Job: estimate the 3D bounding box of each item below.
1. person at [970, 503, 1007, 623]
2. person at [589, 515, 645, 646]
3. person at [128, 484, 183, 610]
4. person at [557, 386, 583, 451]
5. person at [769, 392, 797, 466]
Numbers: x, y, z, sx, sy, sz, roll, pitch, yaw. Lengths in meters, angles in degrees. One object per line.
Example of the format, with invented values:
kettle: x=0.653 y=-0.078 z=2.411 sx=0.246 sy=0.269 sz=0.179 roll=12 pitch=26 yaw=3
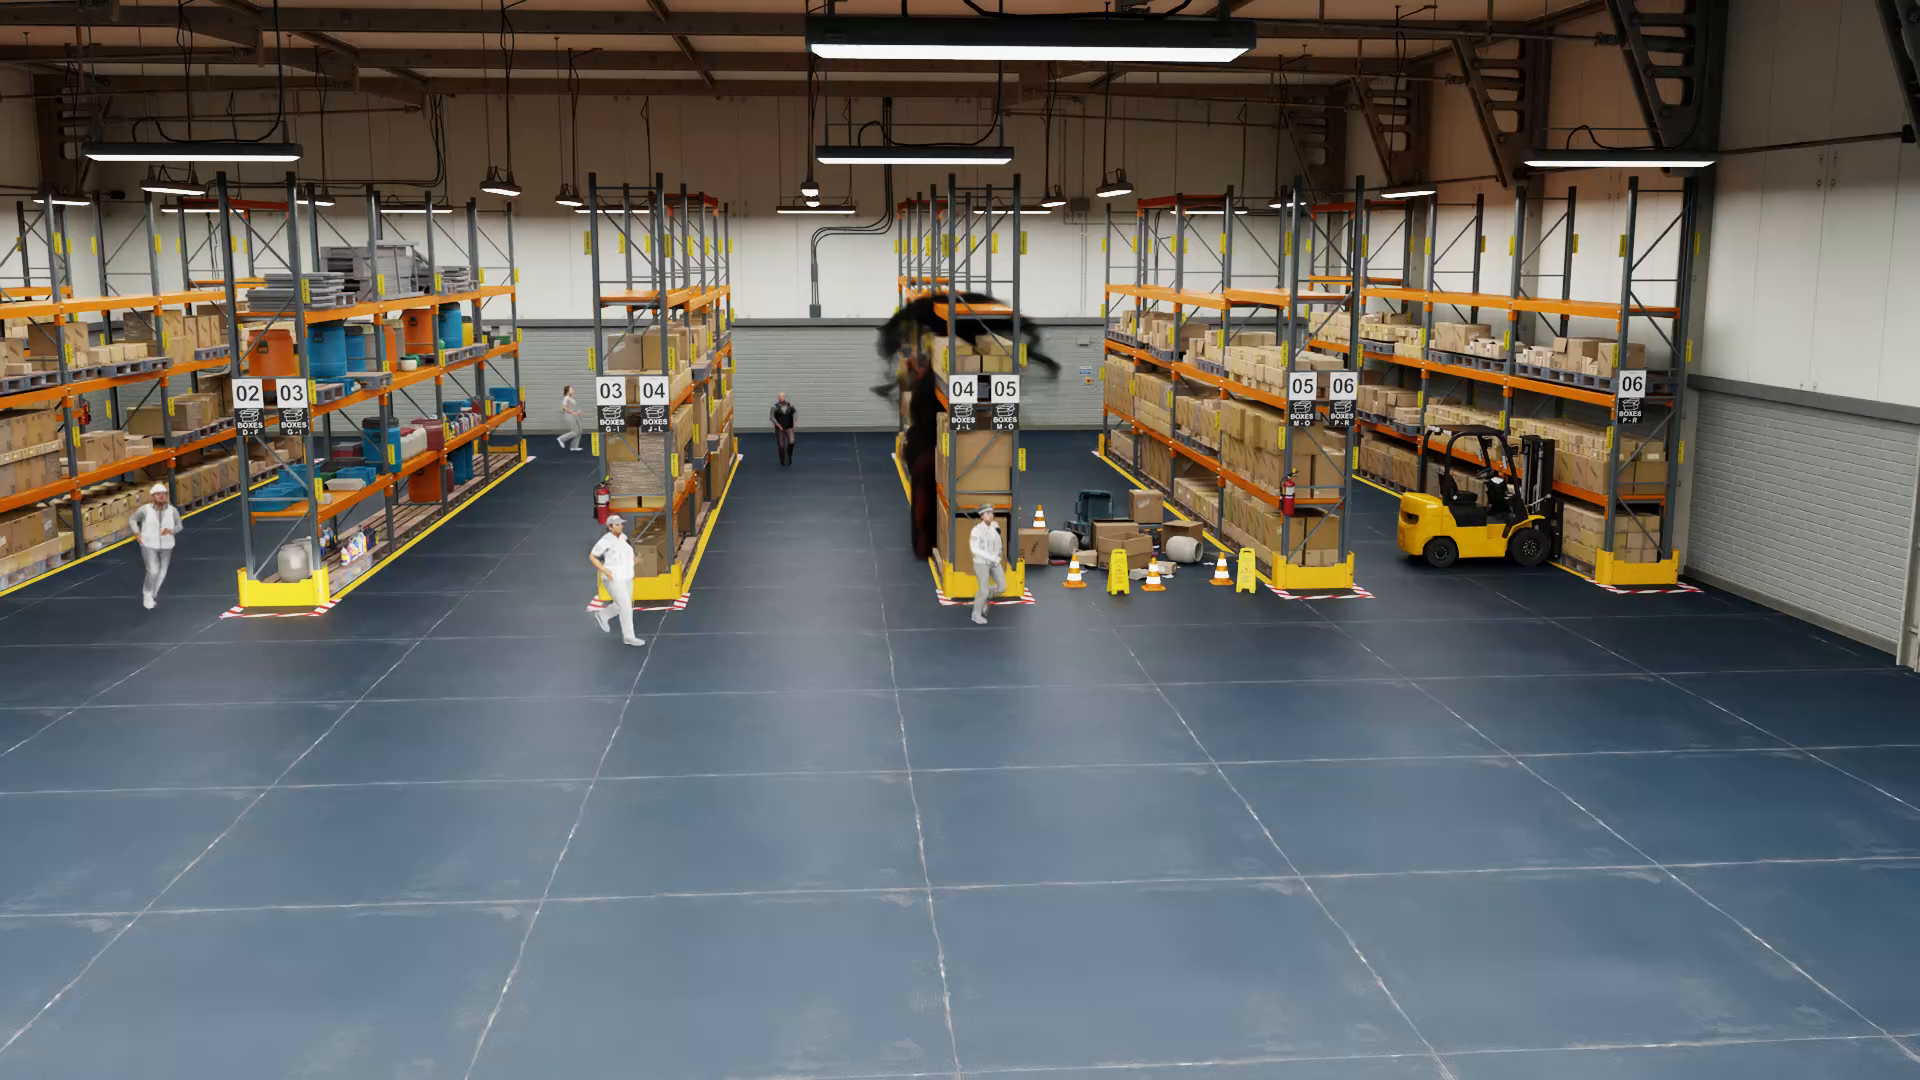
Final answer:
person: x=0.402 y=0.311 z=22.194 sx=0.638 sy=1.652 sz=0.631 roll=-7 pitch=12 yaw=-36
person: x=-4.367 y=0.493 z=21.161 sx=0.851 sy=1.639 sz=0.619 roll=5 pitch=11 yaw=26
person: x=-11.186 y=0.084 z=23.217 sx=0.633 sy=1.749 sz=0.635 roll=-9 pitch=13 yaw=-41
person: x=-9.636 y=-3.006 z=41.041 sx=0.594 sy=1.617 sz=0.563 roll=0 pitch=10 yaw=1
person: x=-4.032 y=-2.545 z=38.204 sx=0.678 sy=1.686 sz=0.630 roll=-3 pitch=10 yaw=-16
